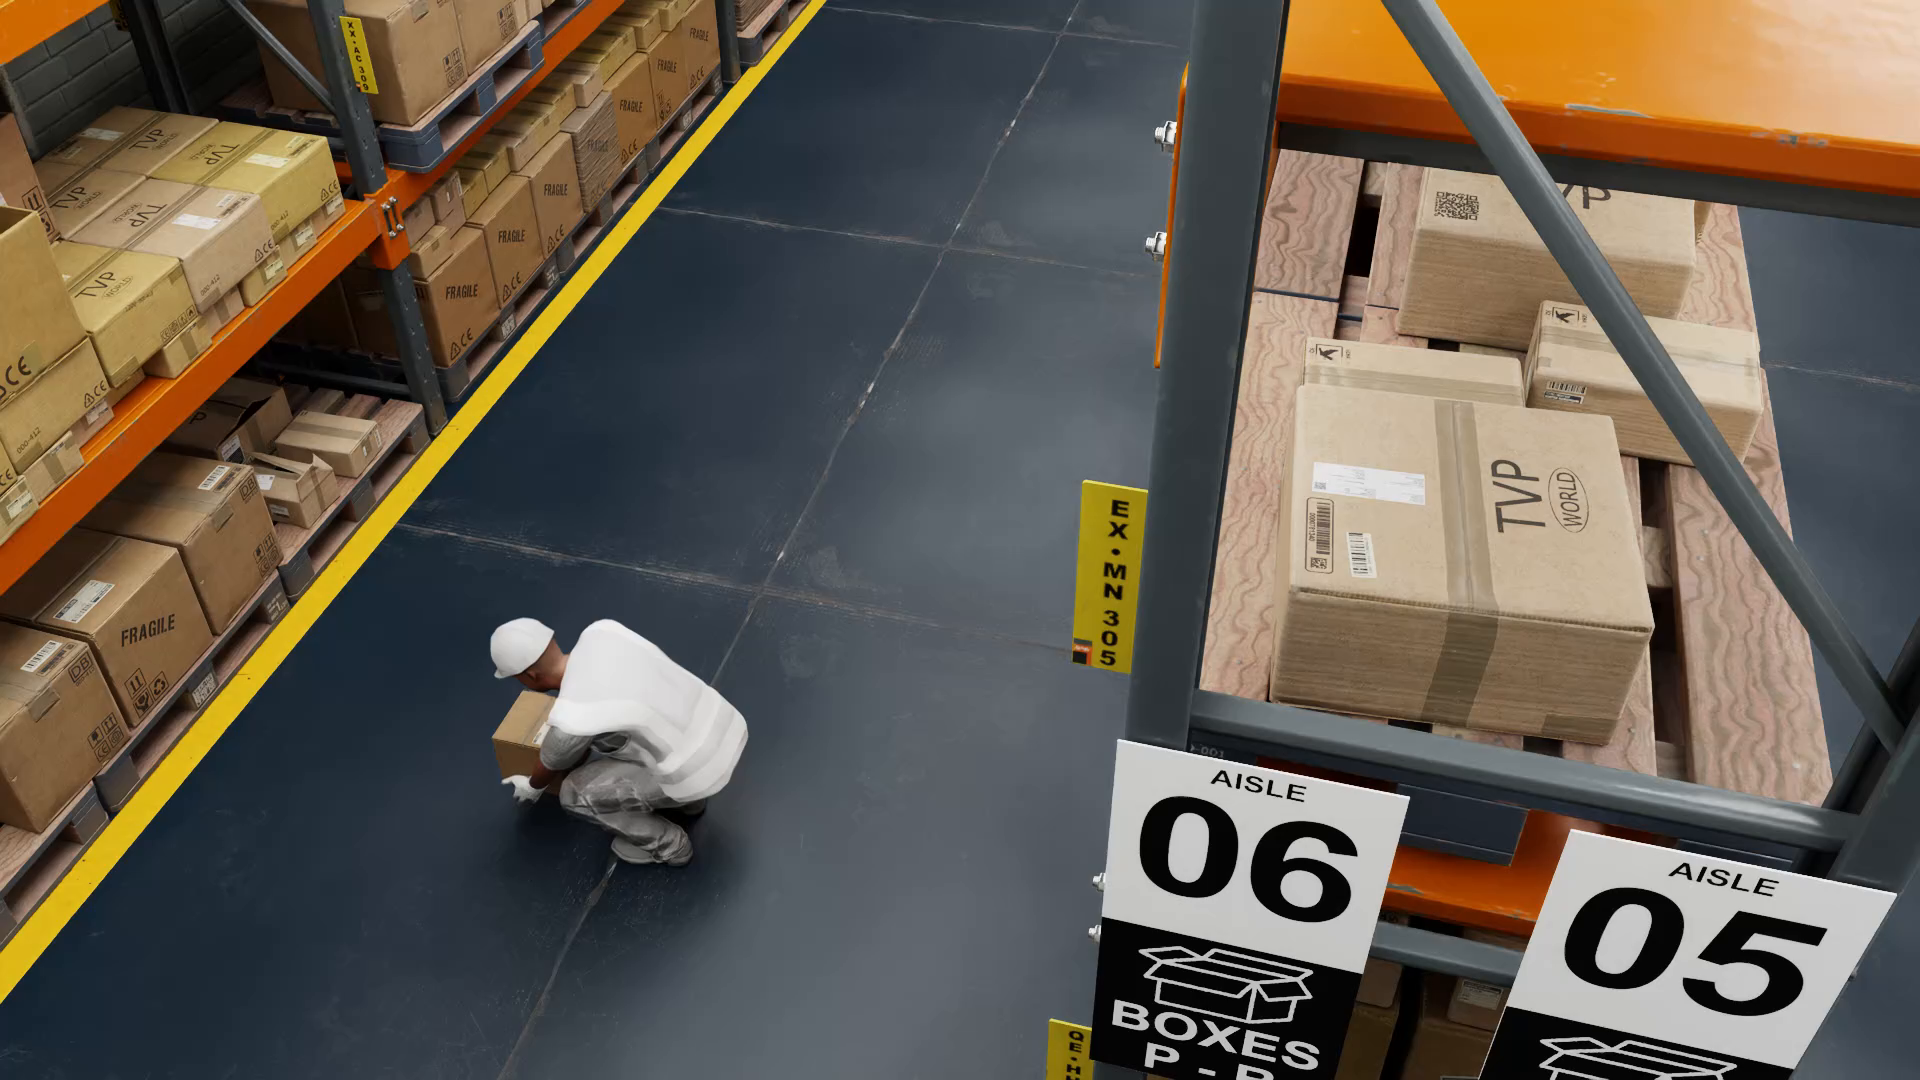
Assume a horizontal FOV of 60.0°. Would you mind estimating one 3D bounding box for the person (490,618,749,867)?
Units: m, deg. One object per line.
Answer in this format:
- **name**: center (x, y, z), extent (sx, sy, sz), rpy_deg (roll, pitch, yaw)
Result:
- **person**: center (-1.227, 0.692, 5.938), extent (0.891, 1.011, 0.560), rpy_deg (9, 42, 11)
